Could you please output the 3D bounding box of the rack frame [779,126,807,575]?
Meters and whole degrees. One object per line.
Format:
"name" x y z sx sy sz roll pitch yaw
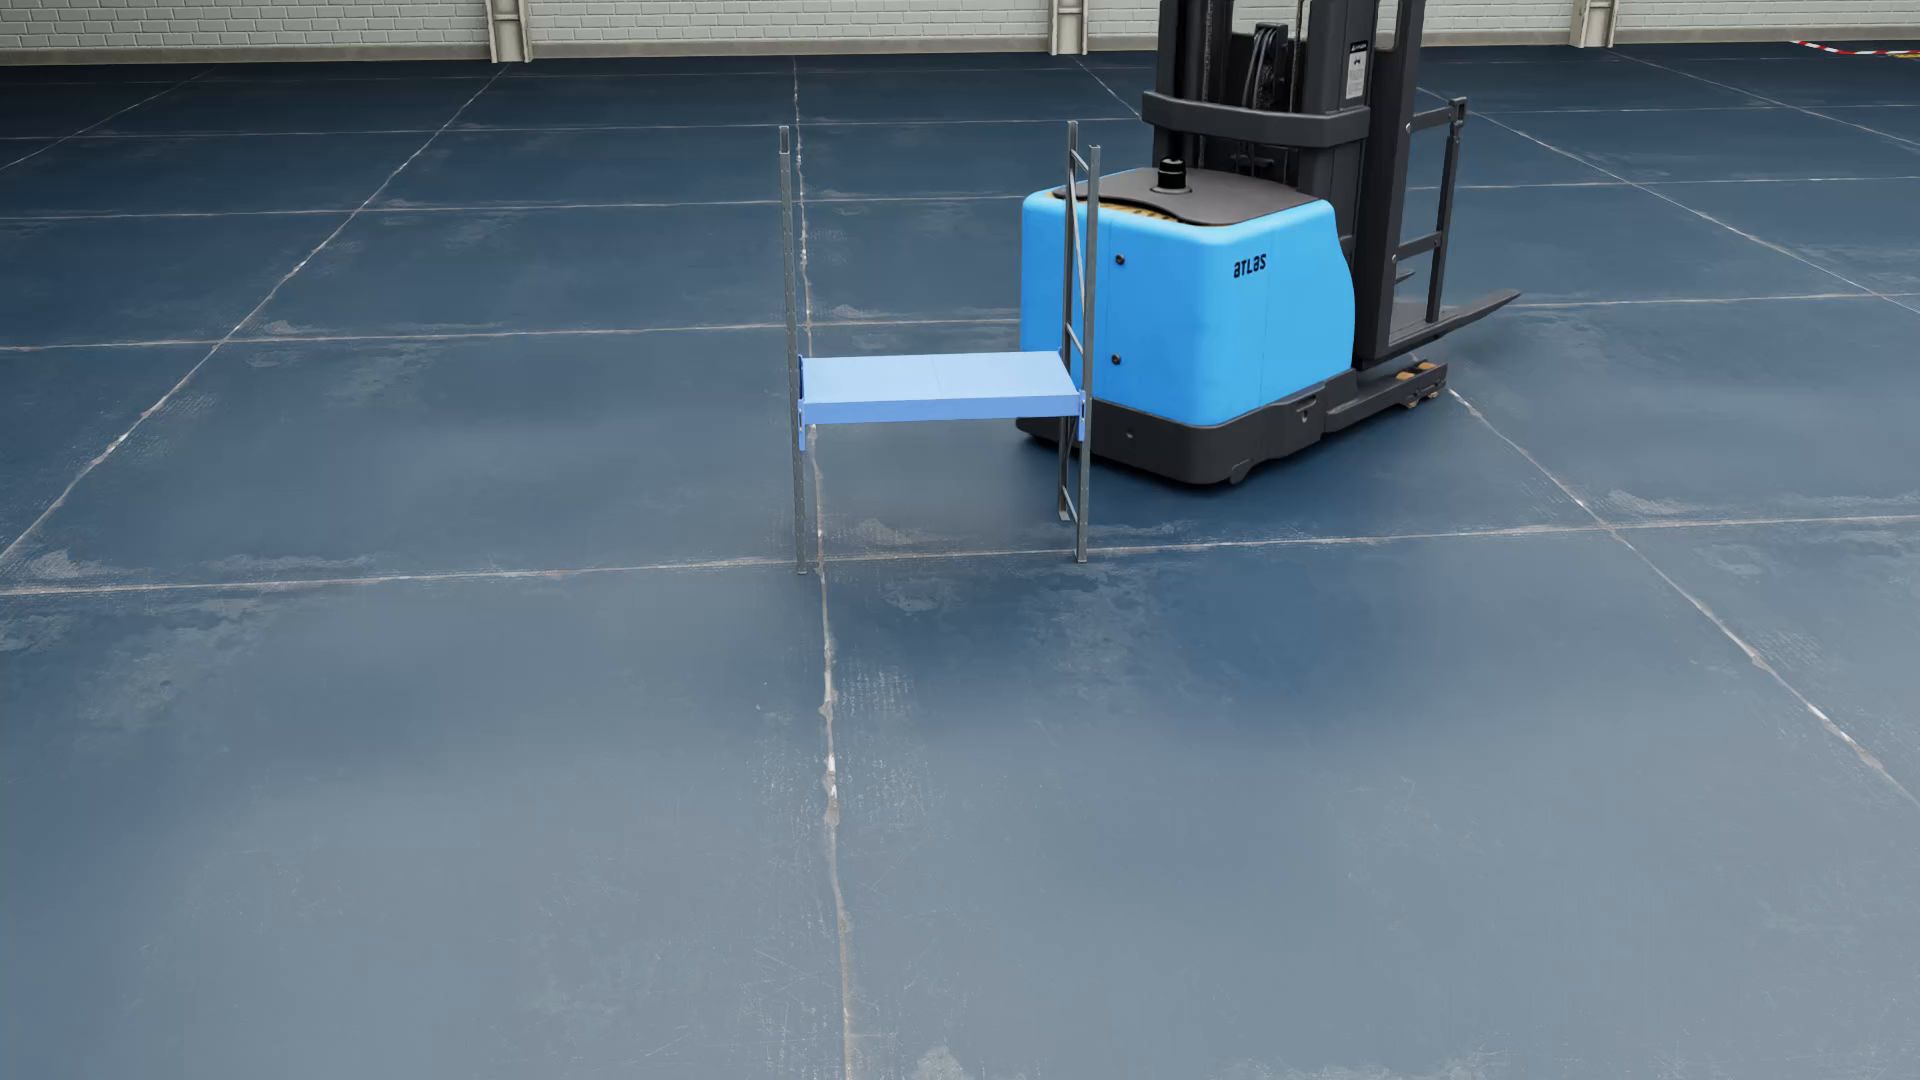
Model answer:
"rack frame" -0.591 -0.662 5.892 0.032 1.500 0.500 -2 24 -5

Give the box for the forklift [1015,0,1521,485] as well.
"forklift" 1.618 -2.067 7.292 1.130 2.935 3.031 21 31 39

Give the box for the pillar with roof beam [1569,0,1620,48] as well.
"pillar with roof beam" 7.576 -7.986 13.137 0.400 9.000 9.100 -2 24 -5

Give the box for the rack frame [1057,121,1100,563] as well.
"rack frame" 0.421 -0.702 5.983 0.032 1.500 0.500 -2 24 -5

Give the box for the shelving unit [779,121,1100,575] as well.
"shelving unit" -0.085 -0.682 5.938 1.048 1.500 0.538 -2 24 -5

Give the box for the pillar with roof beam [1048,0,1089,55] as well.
"pillar with roof beam" 1.606 -7.746 12.598 0.400 9.000 9.100 -2 24 -5

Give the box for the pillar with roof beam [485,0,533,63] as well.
"pillar with roof beam" -4.365 -7.507 12.060 0.400 9.000 9.100 -2 24 -5

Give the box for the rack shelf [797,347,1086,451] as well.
"rack shelf" -0.085 -0.518 6.011 1.000 0.185 0.538 -2 24 -5
